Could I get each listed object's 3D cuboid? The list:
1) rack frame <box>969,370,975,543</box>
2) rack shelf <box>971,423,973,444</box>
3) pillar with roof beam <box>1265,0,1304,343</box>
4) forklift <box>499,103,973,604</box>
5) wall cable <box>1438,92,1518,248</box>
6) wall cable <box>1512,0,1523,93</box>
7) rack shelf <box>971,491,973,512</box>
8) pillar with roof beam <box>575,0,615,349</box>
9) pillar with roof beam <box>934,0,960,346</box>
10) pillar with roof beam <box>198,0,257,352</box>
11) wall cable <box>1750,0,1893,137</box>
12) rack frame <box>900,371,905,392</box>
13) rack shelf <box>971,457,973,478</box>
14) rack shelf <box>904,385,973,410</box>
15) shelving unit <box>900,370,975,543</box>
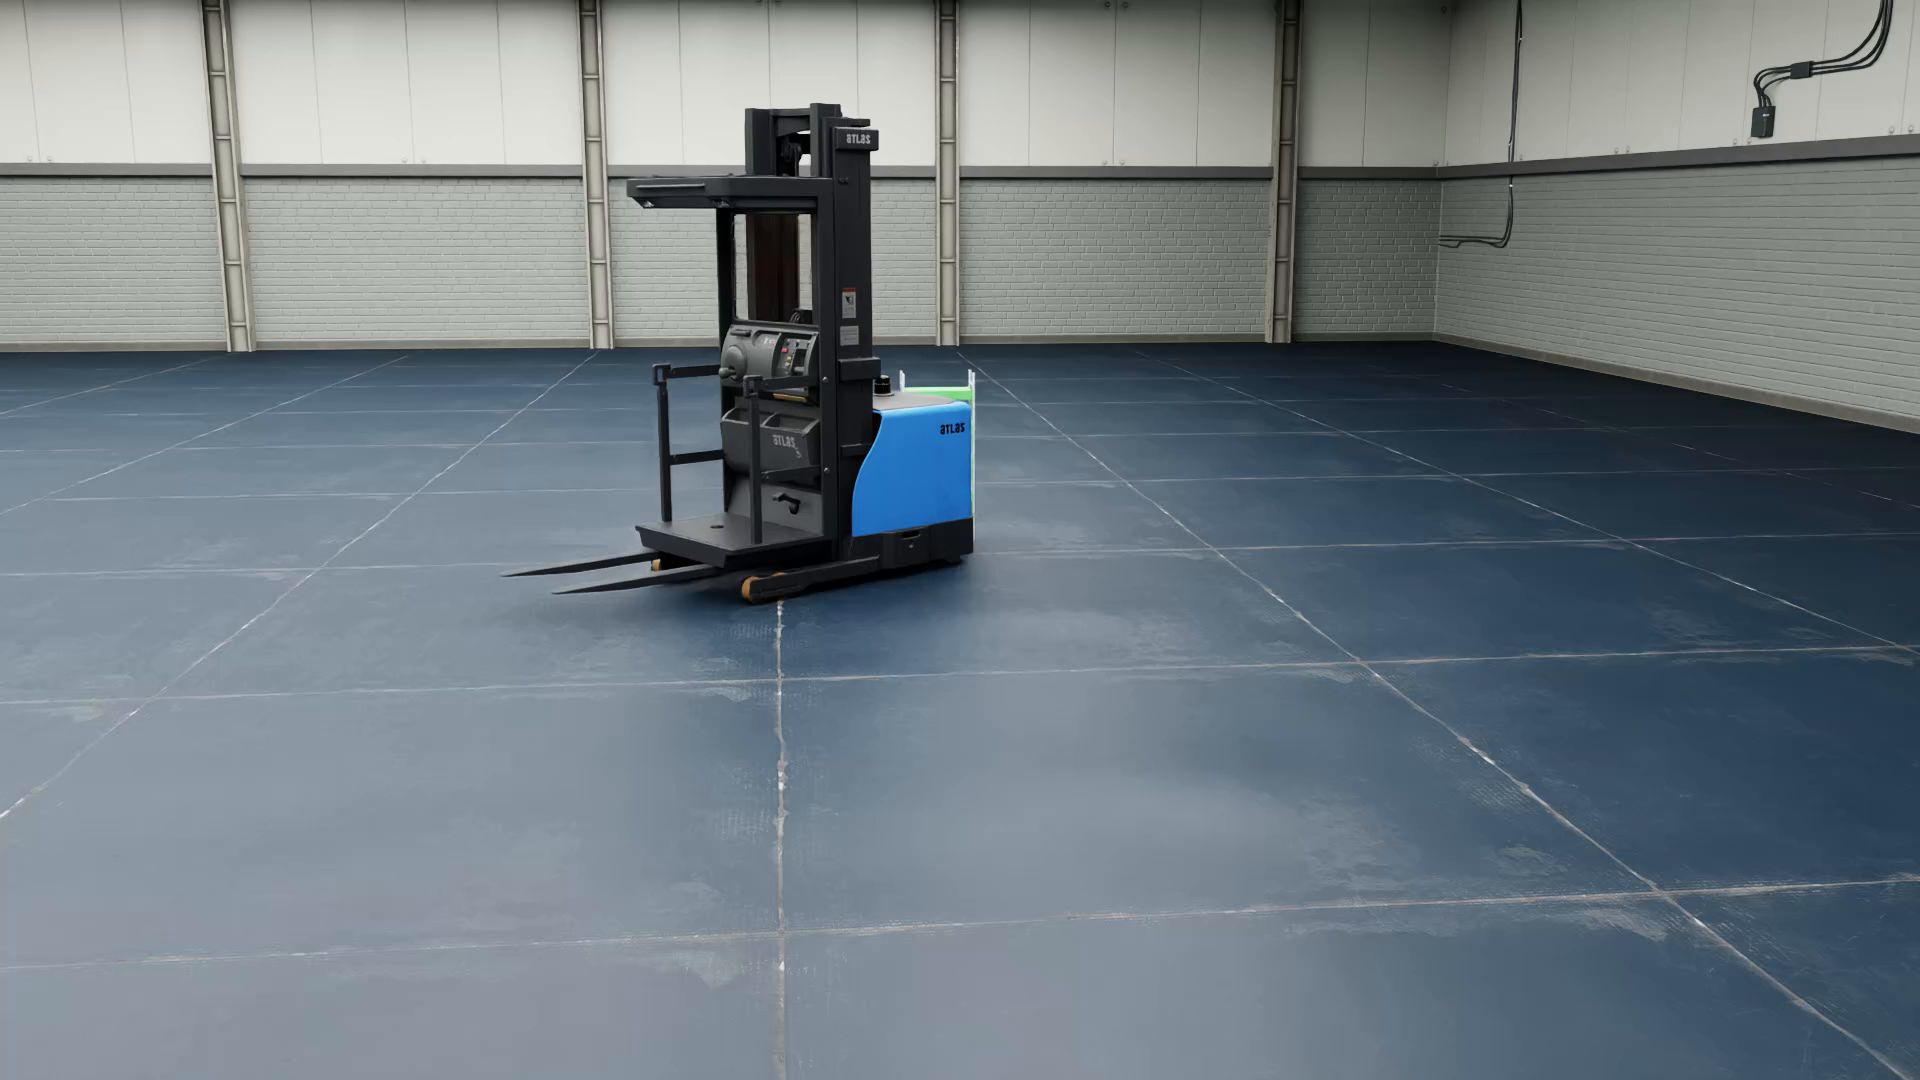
[{"bbox_3d":[0.083,-0.592,11.764,0.015,1.200,0.240,-1,11,-6],"label":"rack frame"},{"bbox_3d":[-0.160,-0.760,11.705,0.480,0.148,0.258,-1,11,-6],"label":"rack shelf"},{"bbox_3d":[6.207,-7.168,25.000,0.400,9.000,9.100,-1,11,-6],"label":"pillar with roof beam"},{"bbox_3d":[-1.343,-1.168,10.211,3.031,2.935,1.130,-10,15,-41],"label":"forklift"},{"bbox_3d":[8.814,-6.278,28.522,0.112,2.526,3.097,-1,11,-6],"label":"wall cable"},{"bbox_3d":[9.106,-8.237,25.396,0.112,2.526,3.097,-1,11,-6],"label":"wall cable"},{"bbox_3d":[-0.159,-0.289,11.799,0.480,0.148,0.258,-1,11,-6],"label":"rack shelf"},{"bbox_3d":[-5.722,-6.918,23.729,0.400,9.000,9.100,-1,11,-6],"label":"pillar with roof beam"},{"bbox_3d":[0.243,-7.043,24.365,0.400,9.000,9.100,-1,11,-6],"label":"pillar with roof beam"},{"bbox_3d":[-11.687,-6.793,23.093,0.400,9.000,9.100,-1,11,-6],"label":"pillar with roof beam"},{"bbox_3d":[9.824,-7.649,18.632,0.169,6.003,2.305,-1,11,-6],"label":"wall cable"},{"bbox_3d":[-0.402,-0.582,11.714,0.015,1.200,0.240,-1,11,-6],"label":"rack frame"},{"bbox_3d":[-0.159,-0.524,11.752,0.480,0.148,0.258,-1,11,-6],"label":"rack shelf"},{"bbox_3d":[-0.160,-0.995,11.658,0.480,0.148,0.258,-1,11,-6],"label":"rack shelf"},{"bbox_3d":[-0.160,-0.587,11.739,0.503,1.200,0.258,-1,11,-6],"label":"shelving unit"}]
